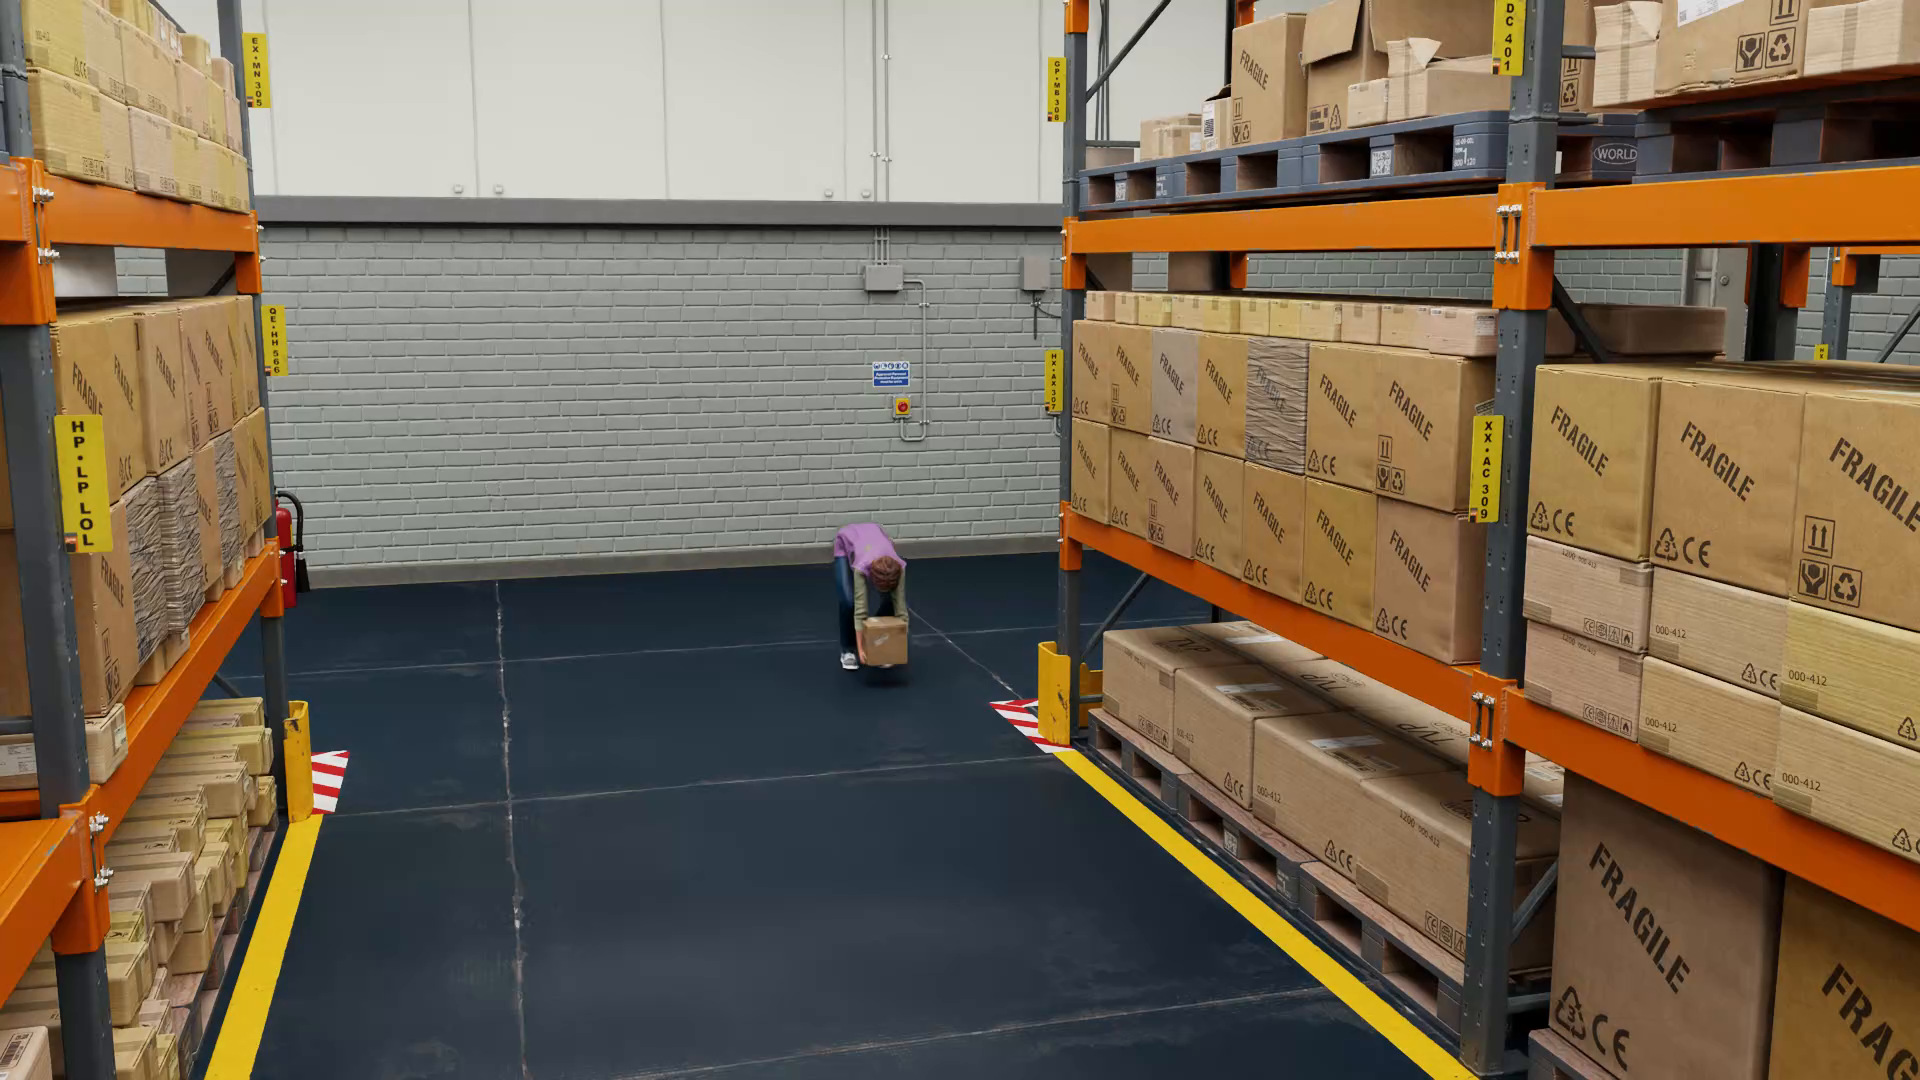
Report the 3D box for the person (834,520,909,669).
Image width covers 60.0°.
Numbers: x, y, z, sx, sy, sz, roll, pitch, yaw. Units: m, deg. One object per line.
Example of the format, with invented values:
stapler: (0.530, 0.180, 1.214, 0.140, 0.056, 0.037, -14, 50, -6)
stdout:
person: (-0.558, 0.376, 10.598, 0.403, 0.959, 0.868, -3, 10, -18)
